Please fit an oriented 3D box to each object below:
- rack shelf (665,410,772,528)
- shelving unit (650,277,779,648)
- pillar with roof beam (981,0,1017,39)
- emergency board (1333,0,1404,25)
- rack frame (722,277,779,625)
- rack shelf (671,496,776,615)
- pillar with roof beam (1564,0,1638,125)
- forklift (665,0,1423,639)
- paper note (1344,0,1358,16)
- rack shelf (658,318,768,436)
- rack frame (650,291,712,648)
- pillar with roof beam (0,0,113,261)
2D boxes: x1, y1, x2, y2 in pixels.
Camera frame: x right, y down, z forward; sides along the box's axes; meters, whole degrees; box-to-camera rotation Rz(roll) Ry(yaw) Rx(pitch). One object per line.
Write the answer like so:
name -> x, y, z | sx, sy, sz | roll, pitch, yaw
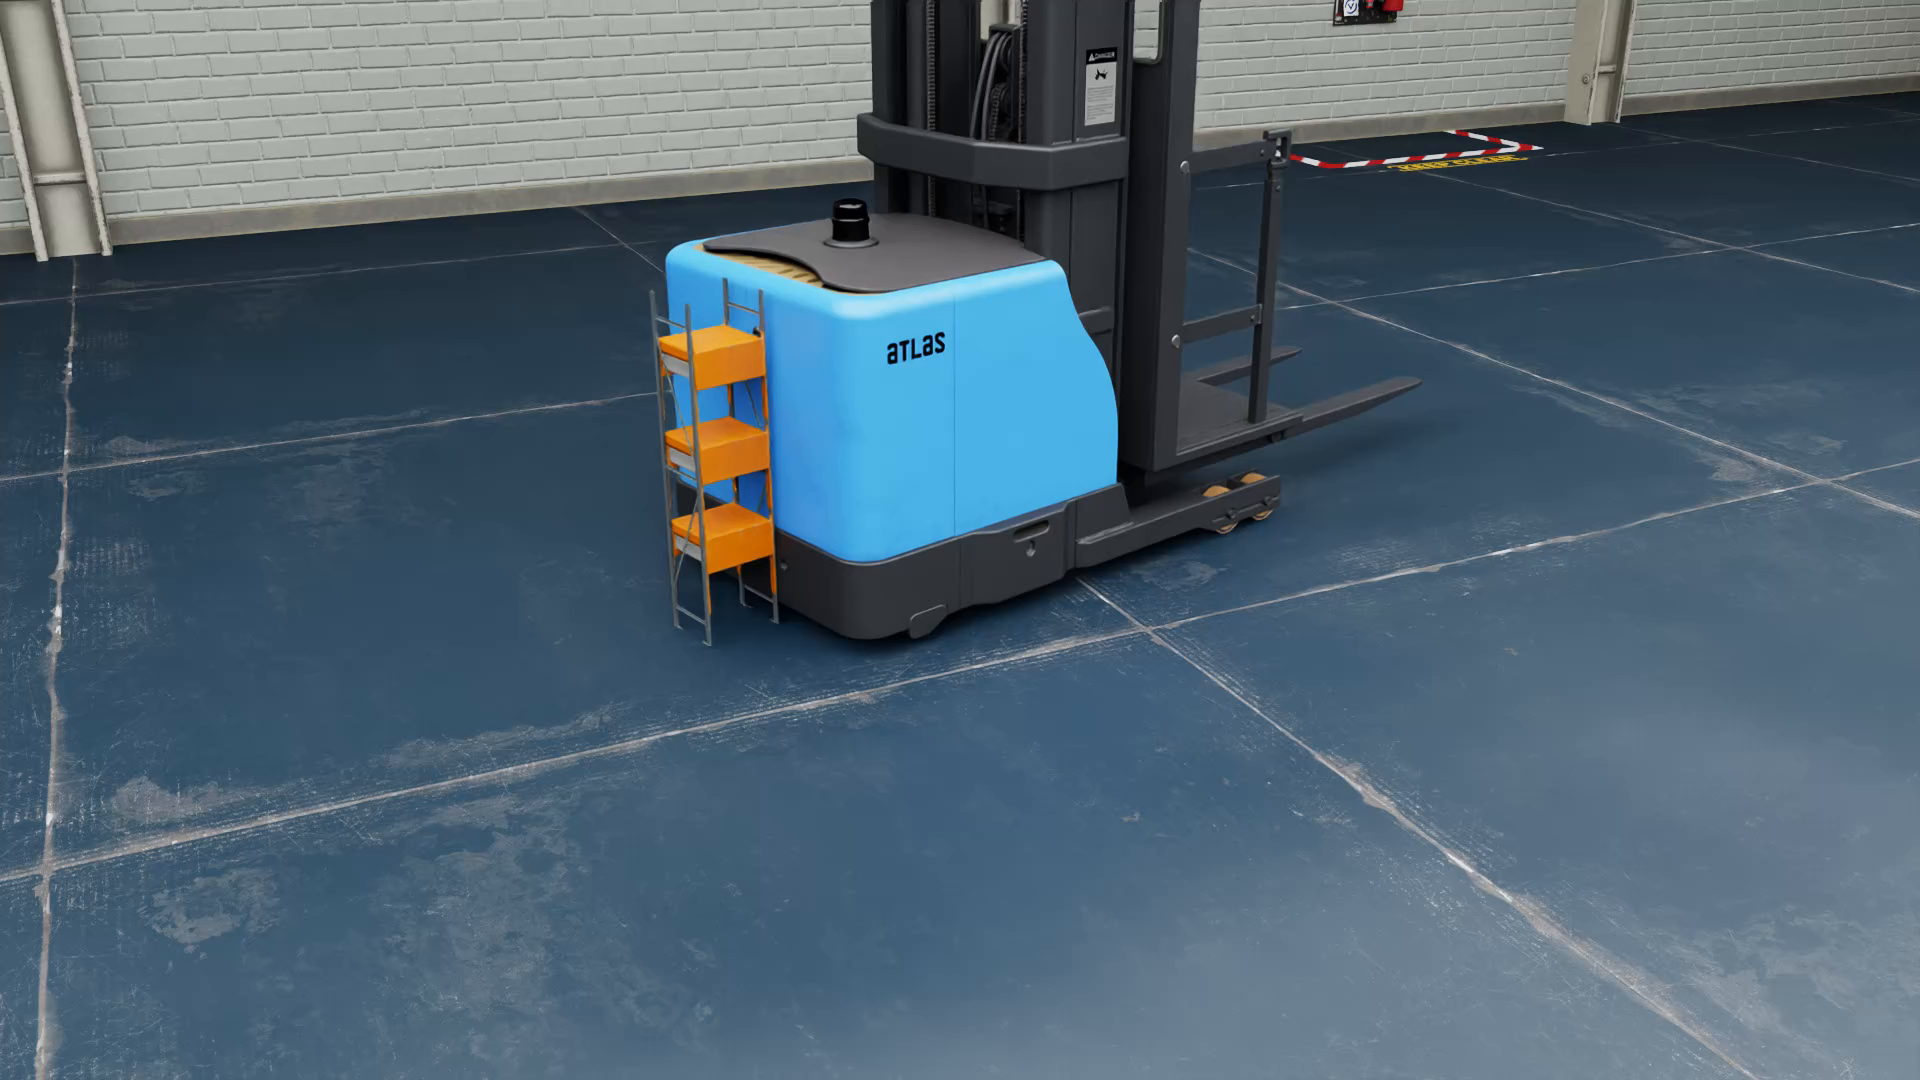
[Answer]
rack shelf -> -0.718, -0.213, 4.919 | 0.240, 0.259, 0.215 | -18, 29, -37
shelving unit -> -0.718, -0.223, 4.915 | 0.252, 1.050, 0.215 | -18, 29, -37
pillar with roof beam -> 2.024, -5.374, 6.966 | 0.400, 9.000, 9.100 | -10, 25, -24
emergency board -> 3.320, -4.684, 13.144 | 0.643, 1.169, 0.194 | -10, 25, -24
rack frame -> -0.626, -0.253, 4.989 | 0.008, 1.050, 0.200 | -18, 29, -37
rack shelf -> -0.718, 0.044, 5.026 | 0.240, 0.259, 0.215 | -18, 29, -37
pillar with roof beam -> 7.431, -6.369, 9.371 | 0.400, 9.000, 9.100 | -10, 25, -24
forklift -> 0.513, -1.511, 5.567 | 3.031, 2.935, 1.130 | -18, 29, -37
paper note -> 3.131, -4.271, 13.299 | 0.142, 0.148, 0.016 | -10, 25, -24
rack shelf -> -0.718, -0.475, 4.811 | 0.240, 0.259, 0.215 | -18, 29, -37
rack frame -> -0.810, -0.192, 4.841 | 0.008, 1.050, 0.200 | -18, 29, -37
pillar with roof beam -> -3.382, -4.378, 4.562 | 0.400, 9.000, 9.100 | -10, 25, -24
